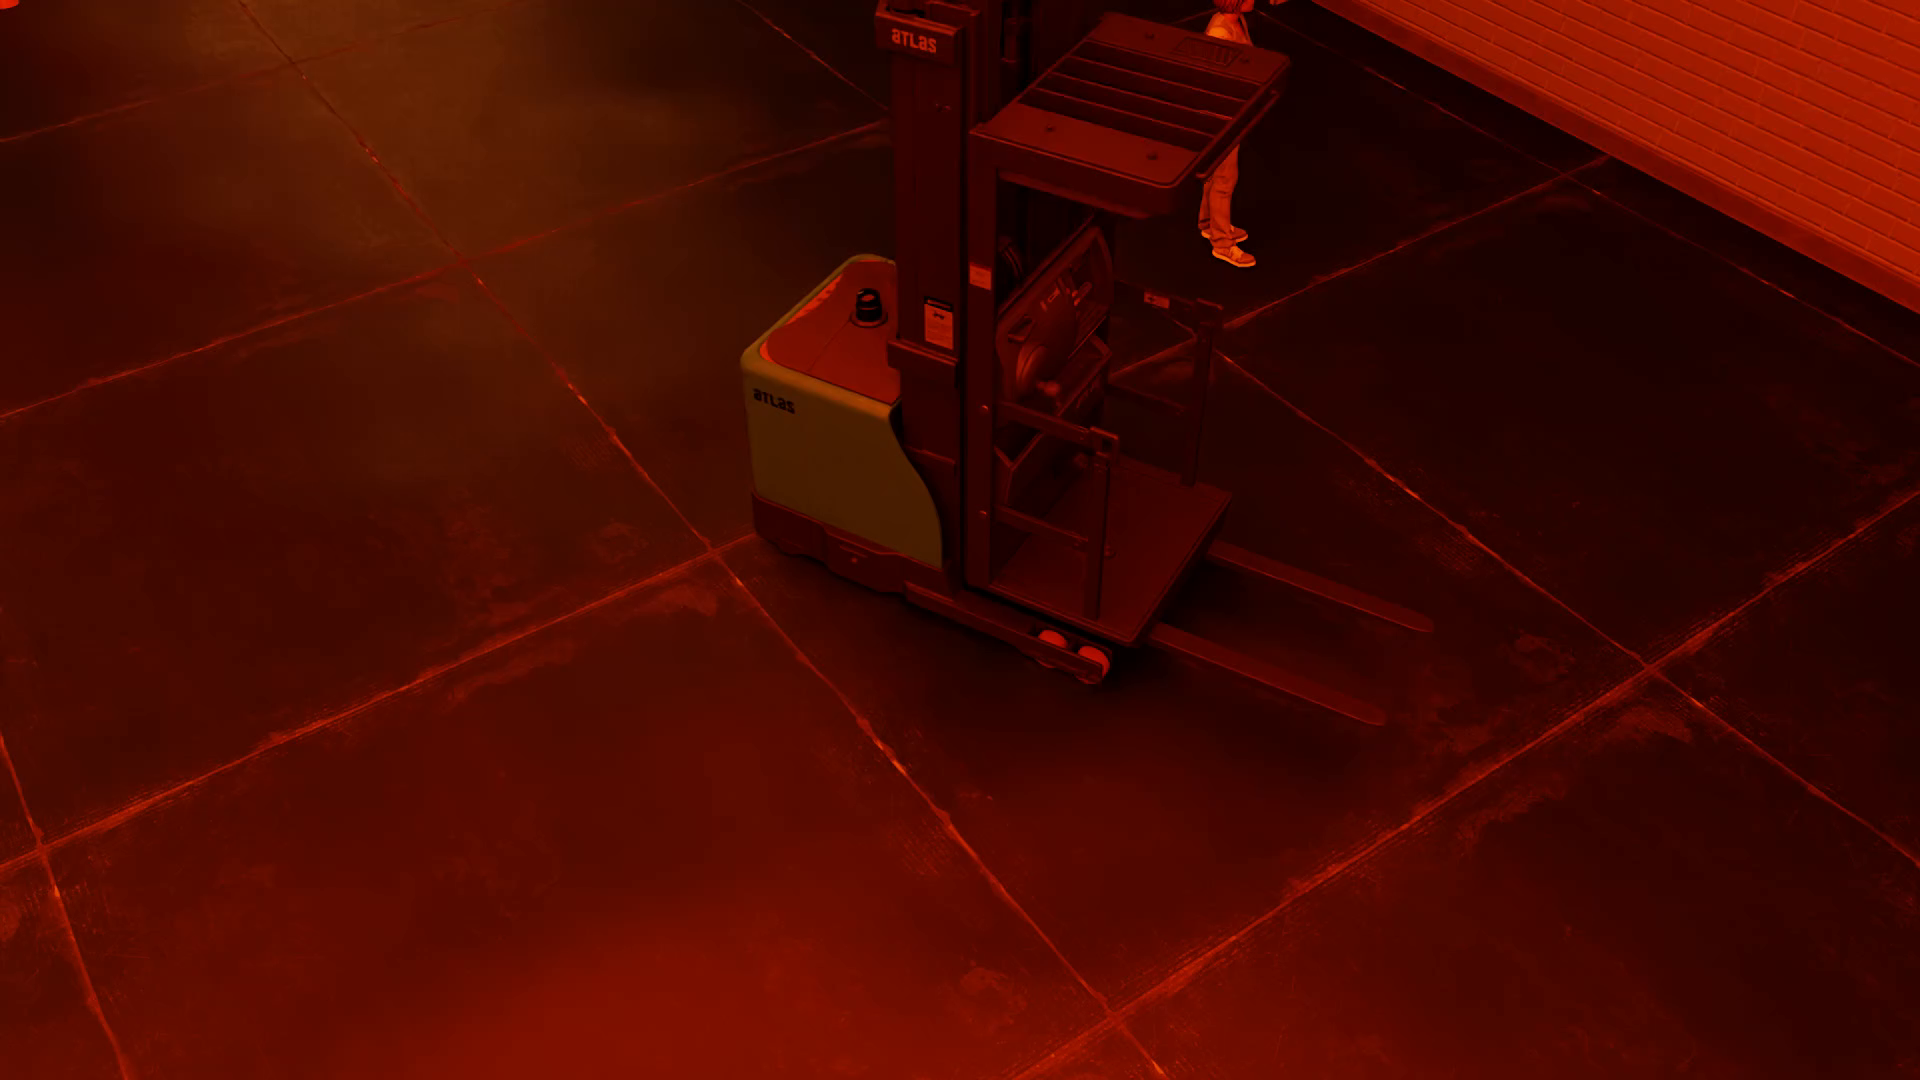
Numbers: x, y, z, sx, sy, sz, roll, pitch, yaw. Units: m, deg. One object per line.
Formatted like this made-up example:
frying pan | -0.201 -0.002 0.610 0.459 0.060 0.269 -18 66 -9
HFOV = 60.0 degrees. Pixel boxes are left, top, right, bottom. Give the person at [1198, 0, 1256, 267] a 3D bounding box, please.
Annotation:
person | 1.550 -2.350 9.239 0.476 1.597 0.519 14 44 14

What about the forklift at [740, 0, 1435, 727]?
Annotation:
forklift | 0.566 -0.868 6.657 3.031 2.935 1.130 21 47 21
